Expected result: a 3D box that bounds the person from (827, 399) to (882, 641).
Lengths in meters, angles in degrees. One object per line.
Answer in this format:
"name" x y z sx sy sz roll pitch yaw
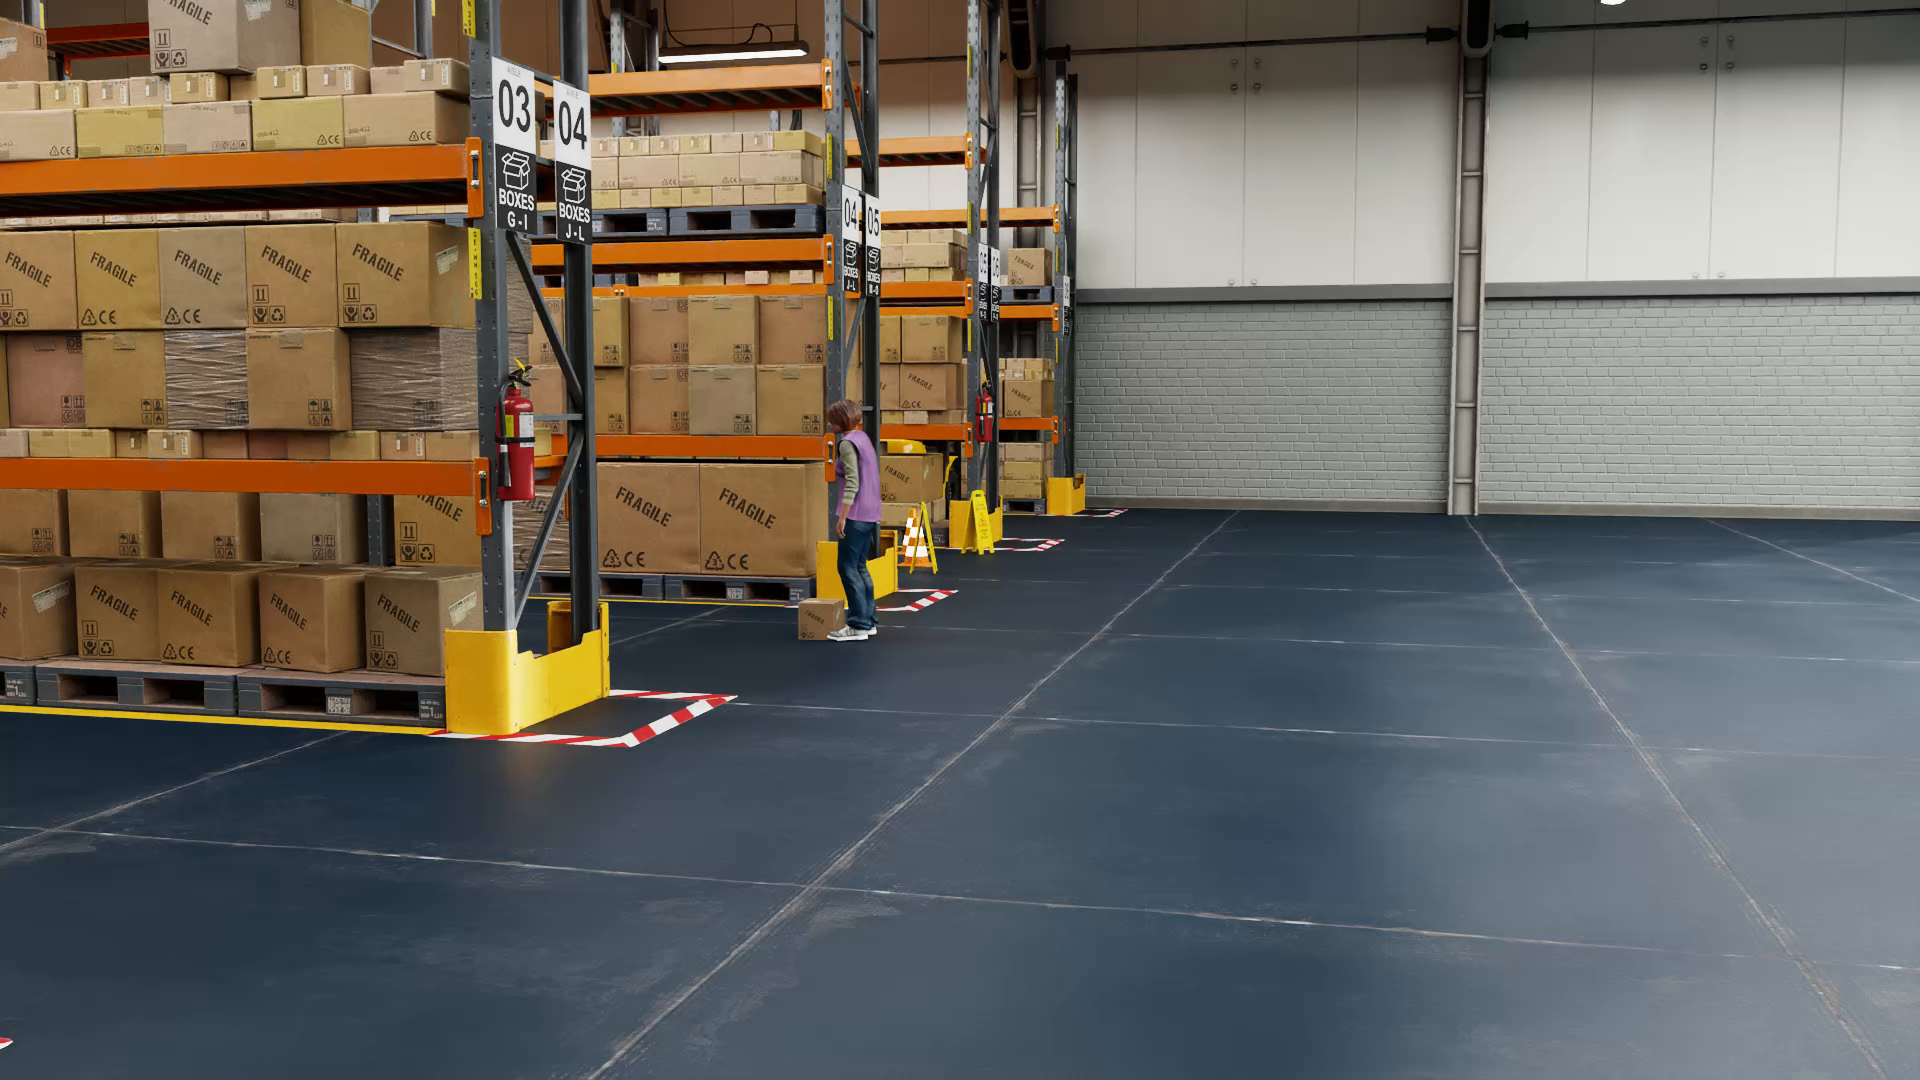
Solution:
"person" -0.698 -0.134 11.022 0.346 1.593 0.477 1 5 12
